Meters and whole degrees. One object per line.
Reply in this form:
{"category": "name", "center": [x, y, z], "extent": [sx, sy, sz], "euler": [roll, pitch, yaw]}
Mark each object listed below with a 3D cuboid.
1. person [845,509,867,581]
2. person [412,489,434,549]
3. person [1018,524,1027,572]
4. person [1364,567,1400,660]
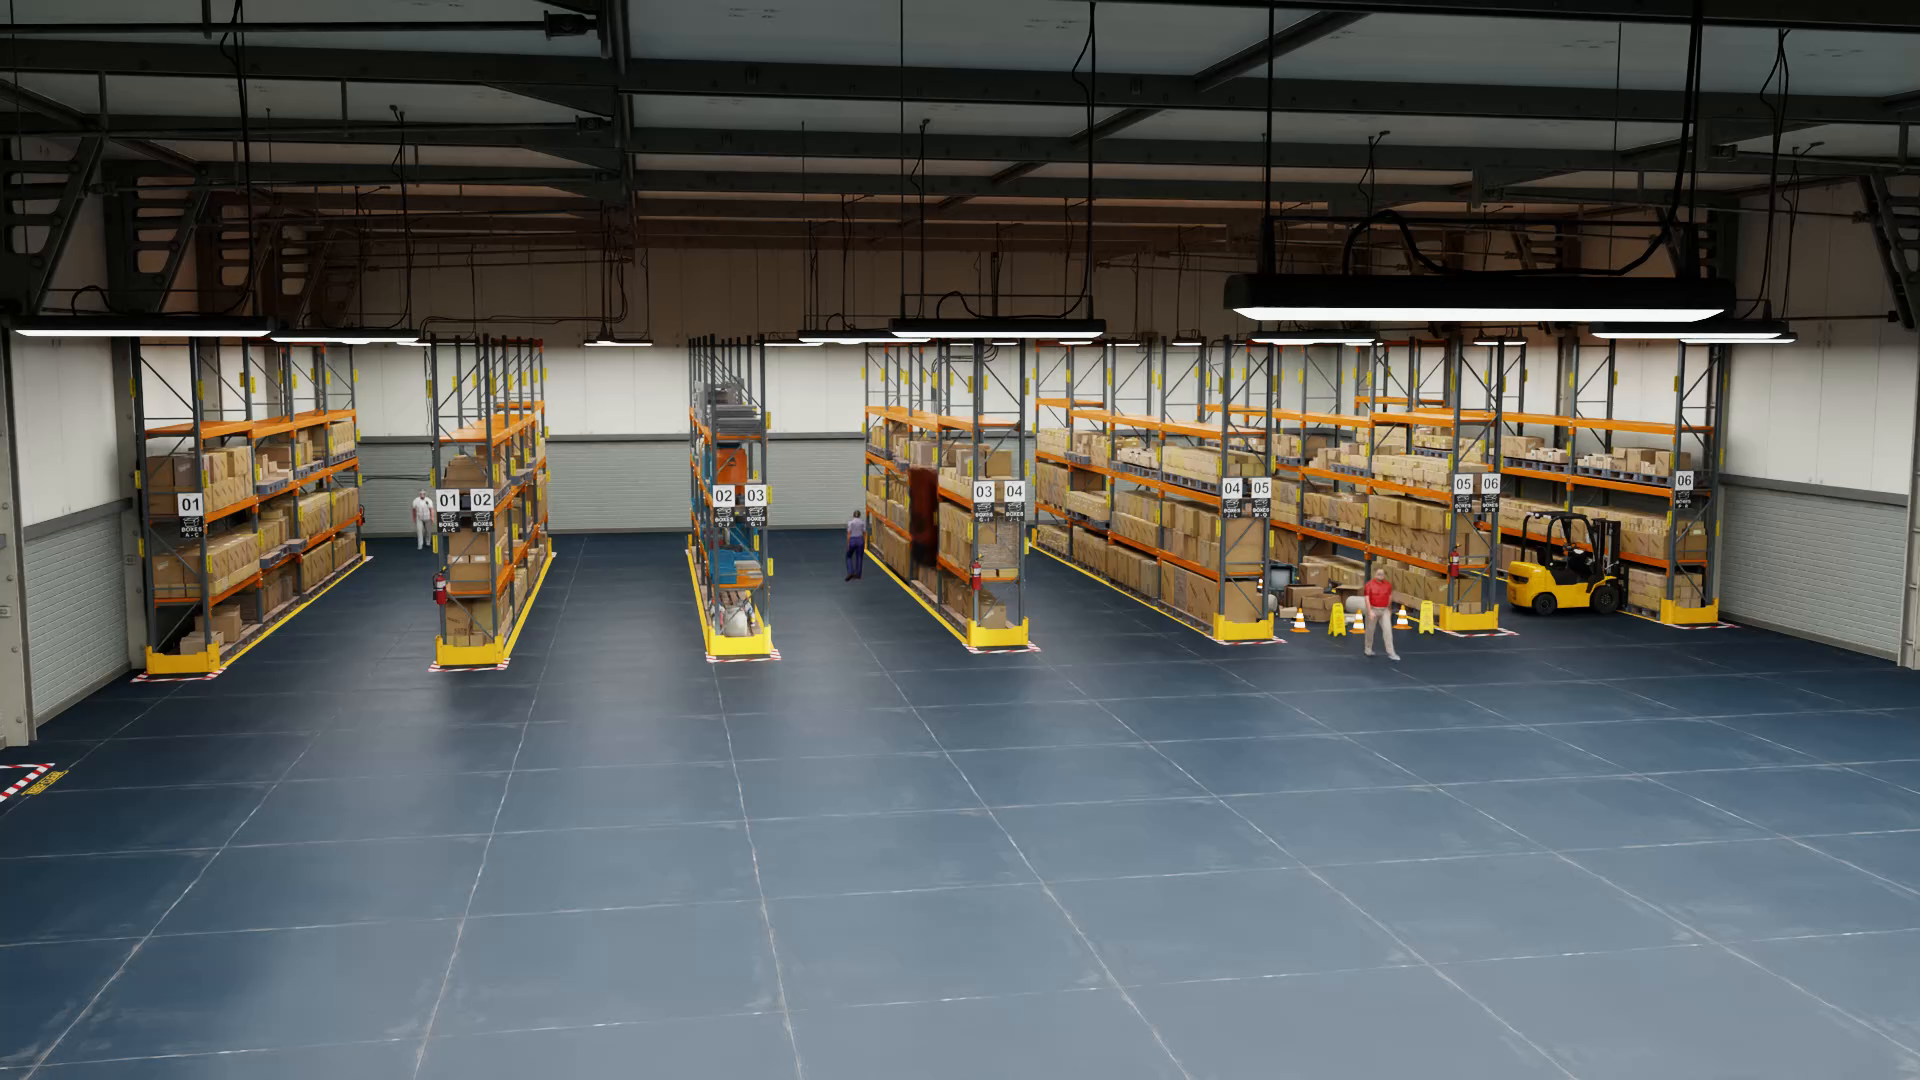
{"category": "person", "center": [-2.456, 0.130, 39.311], "extent": [0.522, 1.708, 0.389], "euler": [-2, 7, -15]}
{"category": "person", "center": [-15.455, -0.627, 47.873], "extent": [0.617, 1.702, 1.058], "euler": [-2, 7, -13]}
{"category": "person", "center": [1.487, -0.012, 42.788], "extent": [0.451, 1.622, 1.028], "euler": [-1, 7, -9]}
{"category": "person", "center": [7.765, 1.345, 30.728], "extent": [0.578, 1.682, 0.962], "euler": [0, 7, -4]}
